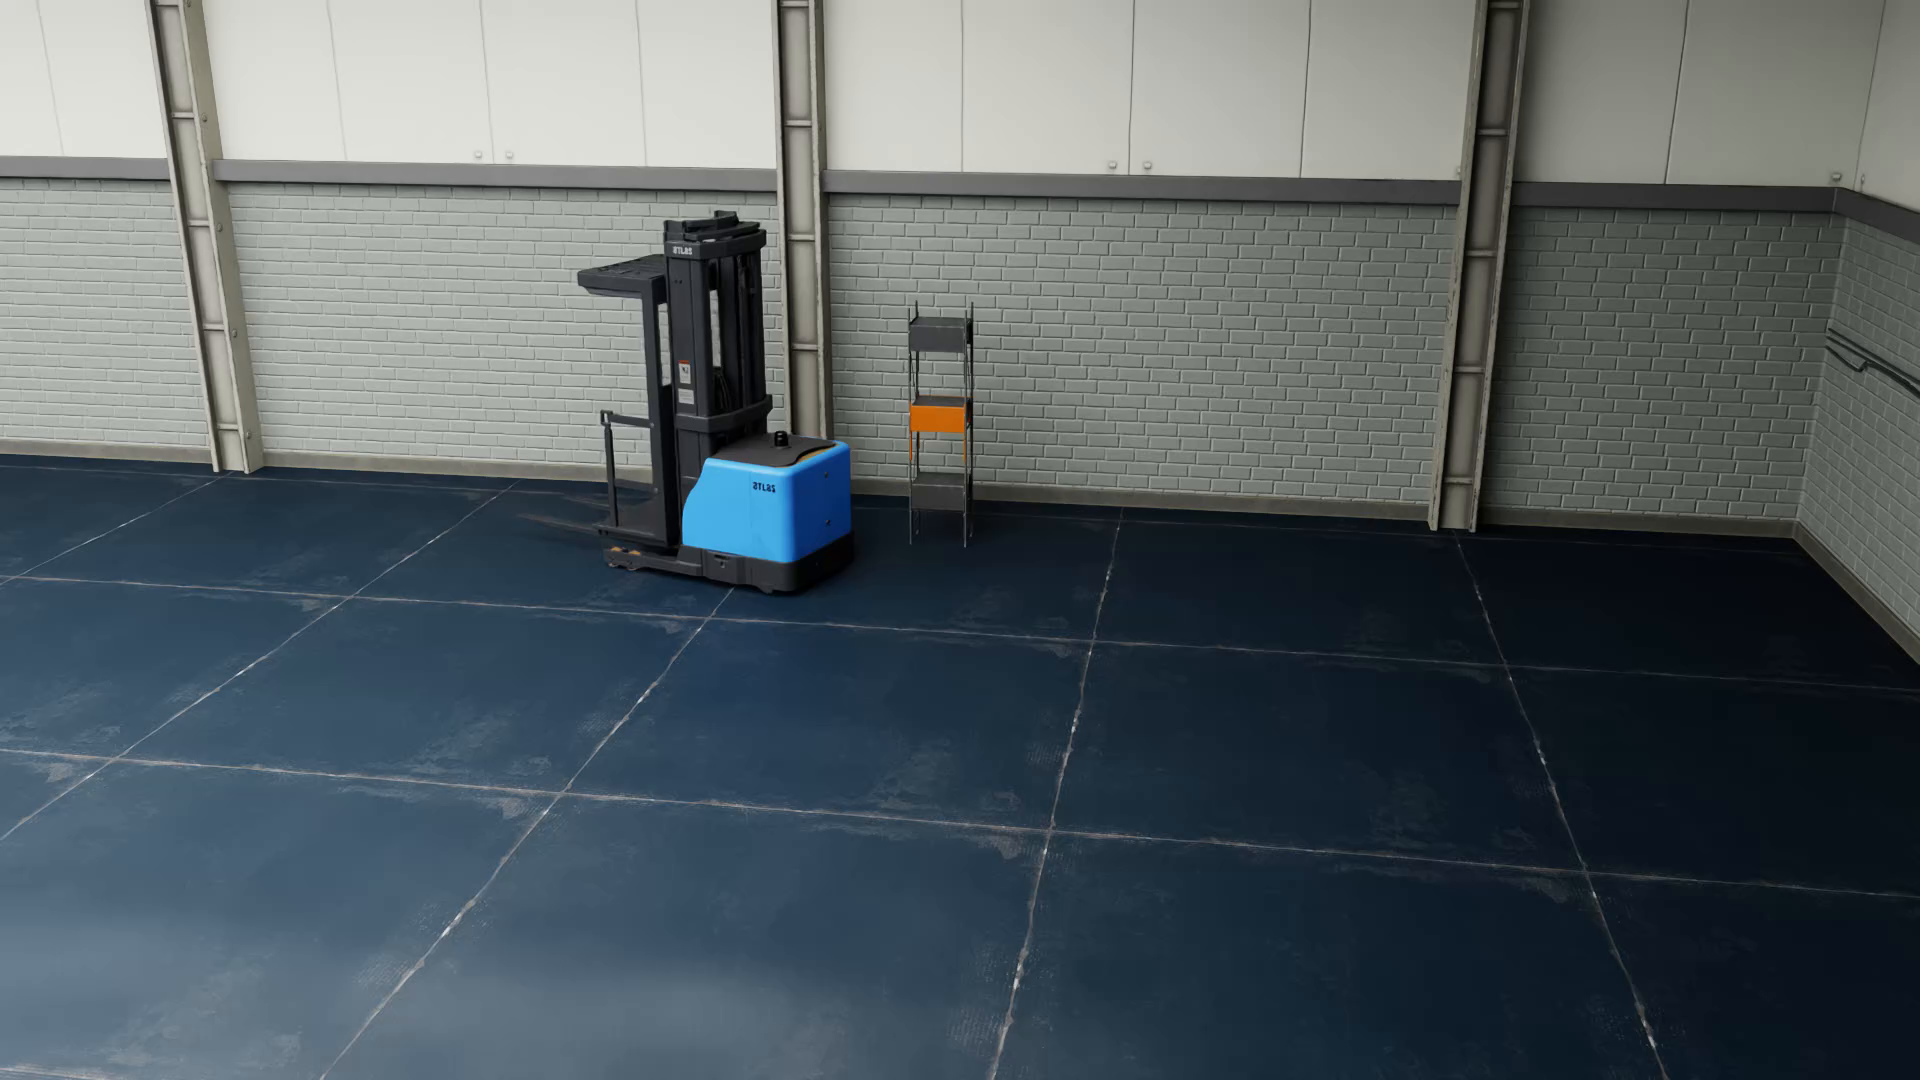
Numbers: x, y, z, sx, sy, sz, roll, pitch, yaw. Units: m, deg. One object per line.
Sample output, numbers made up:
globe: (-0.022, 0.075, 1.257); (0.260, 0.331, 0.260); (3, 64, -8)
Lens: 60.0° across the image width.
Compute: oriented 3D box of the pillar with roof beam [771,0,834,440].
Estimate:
pillar with roof beam: (-2.118, -3.349, 10.630); (0.400, 9.000, 9.100); (3, 19, 9)

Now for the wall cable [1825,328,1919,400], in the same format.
wall cable: (7.188, -2.361, 12.570); (0.112, 2.526, 3.097); (3, 19, 9)

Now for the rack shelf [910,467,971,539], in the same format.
rack shelf: (-0.163, -0.327, 14.721); (0.480, 0.518, 0.431); (3, 19, 9)

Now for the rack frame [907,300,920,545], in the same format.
rack frame: (-0.404, -1.016, 14.532); (0.015, 2.100, 0.400); (3, 19, 9)

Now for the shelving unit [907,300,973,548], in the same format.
shelving unit: (-0.163, -1.004, 14.495); (0.503, 2.100, 0.431); (3, 19, 9)

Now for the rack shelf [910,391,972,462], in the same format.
rack shelf: (-0.163, -0.991, 14.499); (0.480, 0.518, 0.431); (3, 19, 9)

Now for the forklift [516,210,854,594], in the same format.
forklift: (-2.449, -1.268, 13.972); (3.031, 2.935, 1.130); (9, 21, 26)

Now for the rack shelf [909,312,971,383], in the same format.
rack shelf: (-0.163, -1.655, 14.277); (0.480, 0.518, 0.431); (3, 19, 9)

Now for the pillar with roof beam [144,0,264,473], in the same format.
pillar with roof beam: (-8.042, -3.651, 11.533); (0.400, 9.000, 9.100); (3, 19, 9)

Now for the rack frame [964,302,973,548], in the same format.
rack frame: (0.077, -0.992, 14.458); (0.015, 2.100, 0.400); (3, 19, 9)

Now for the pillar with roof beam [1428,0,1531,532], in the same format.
pillar with roof beam: (3.806, -3.047, 9.728); (0.400, 9.000, 9.100); (3, 19, 9)
